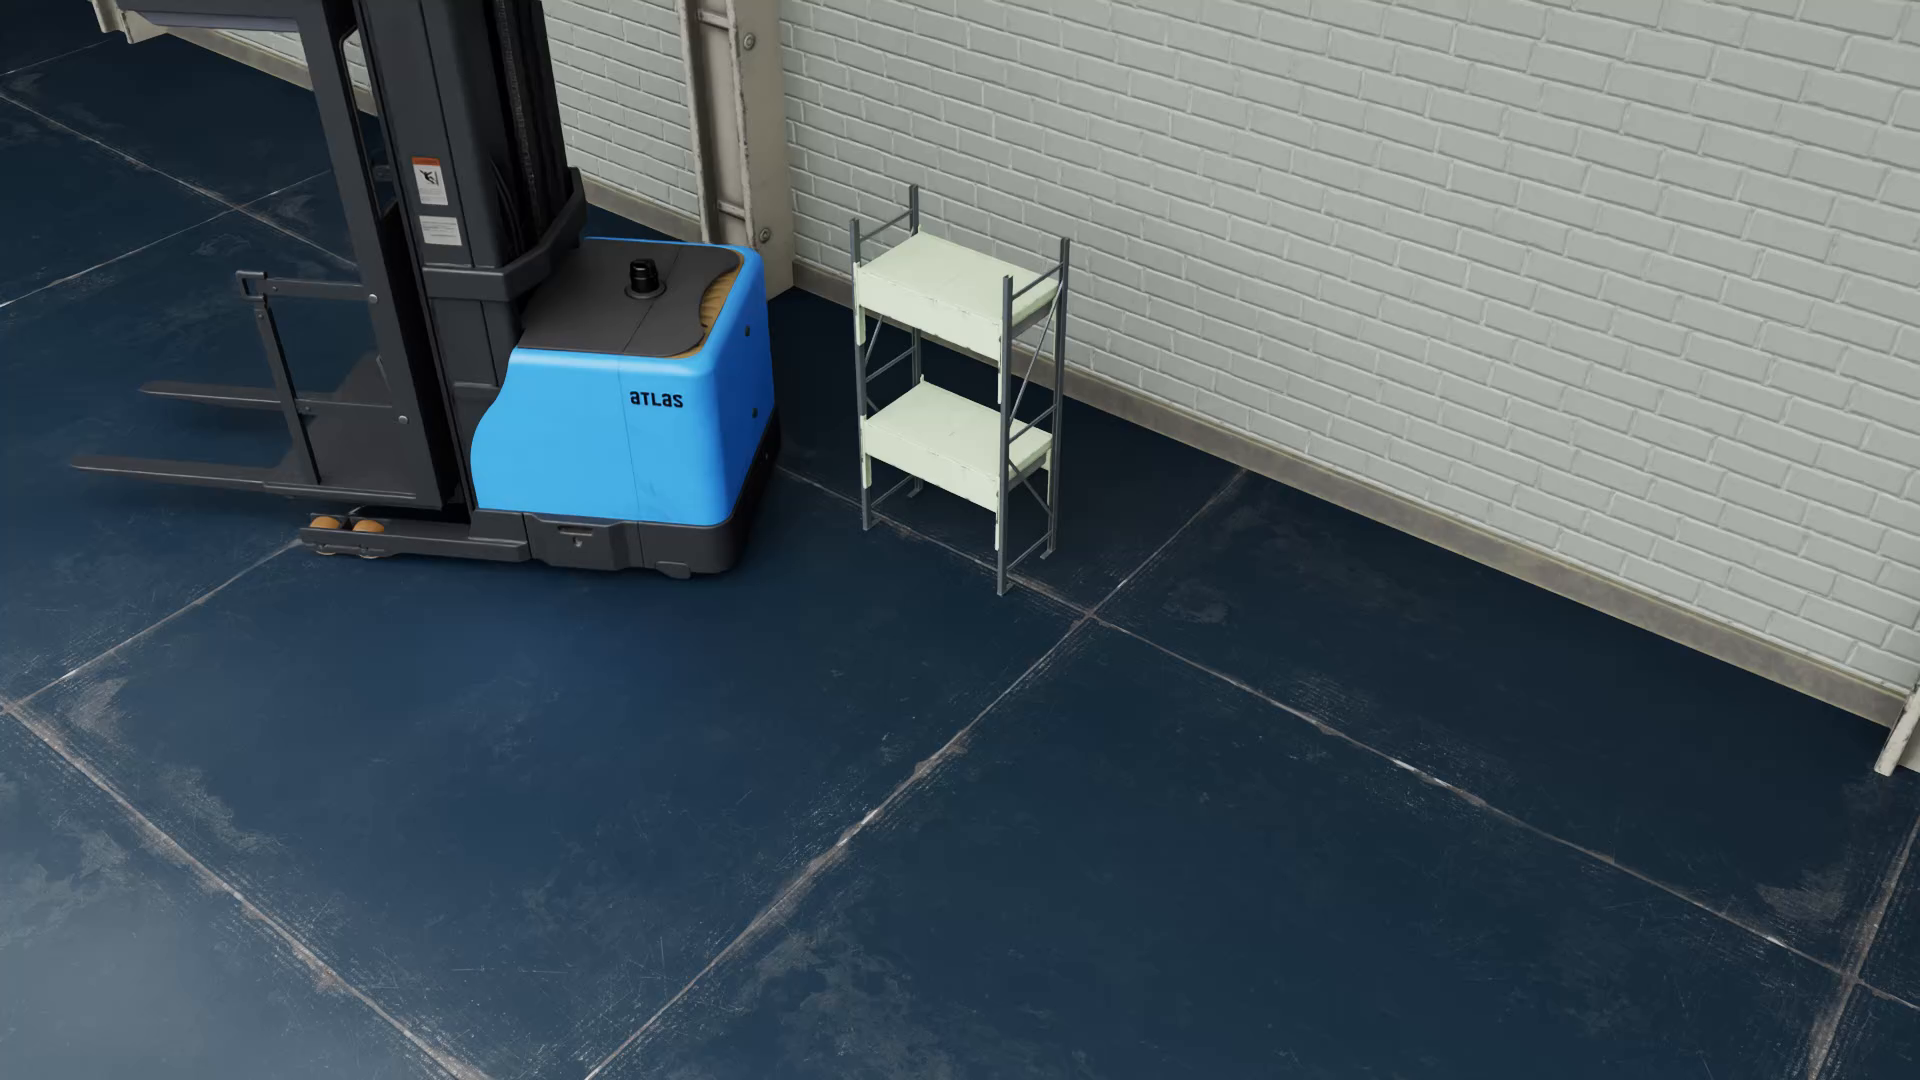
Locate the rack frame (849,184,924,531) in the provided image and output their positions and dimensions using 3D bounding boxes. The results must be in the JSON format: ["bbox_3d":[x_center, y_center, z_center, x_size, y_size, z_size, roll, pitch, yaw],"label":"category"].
[{"bbox_3d":[-0.296,-0.730,6.966,0.023,1.500,0.400,25,45,29],"label":"rack frame"}]

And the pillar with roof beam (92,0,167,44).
[{"bbox_3d":[-8.512,-5.078,6.436,0.400,9.000,9.100,25,45,29],"label":"pillar with roof beam"}]

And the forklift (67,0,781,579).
[{"bbox_3d":[-2.383,-1.391,6.649,3.031,2.935,1.130,5,38,6],"label":"forklift"}]

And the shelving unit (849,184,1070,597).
[{"bbox_3d":[-0.005,-0.593,6.791,0.755,1.500,0.431,25,45,29],"label":"shelving unit"}]

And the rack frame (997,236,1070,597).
[{"bbox_3d":[0.285,-0.456,6.616,0.023,1.500,0.400,25,45,29],"label":"rack frame"}]

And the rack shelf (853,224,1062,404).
[{"bbox_3d":[-0.005,-0.900,6.550,0.720,0.370,0.431,25,45,29],"label":"rack shelf"}]

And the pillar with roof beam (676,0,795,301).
[{"bbox_3d":[-3.746,-2.831,3.566,0.400,9.000,9.100,25,45,29],"label":"pillar with roof beam"}]

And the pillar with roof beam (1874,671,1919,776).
[{"bbox_3d":[1.020,-0.584,0.696,0.400,9.000,9.100,25,45,29],"label":"pillar with roof beam"}]

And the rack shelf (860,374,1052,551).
[{"bbox_3d":[-0.005,-0.336,6.992,0.720,0.370,0.431,25,45,29],"label":"rack shelf"}]
